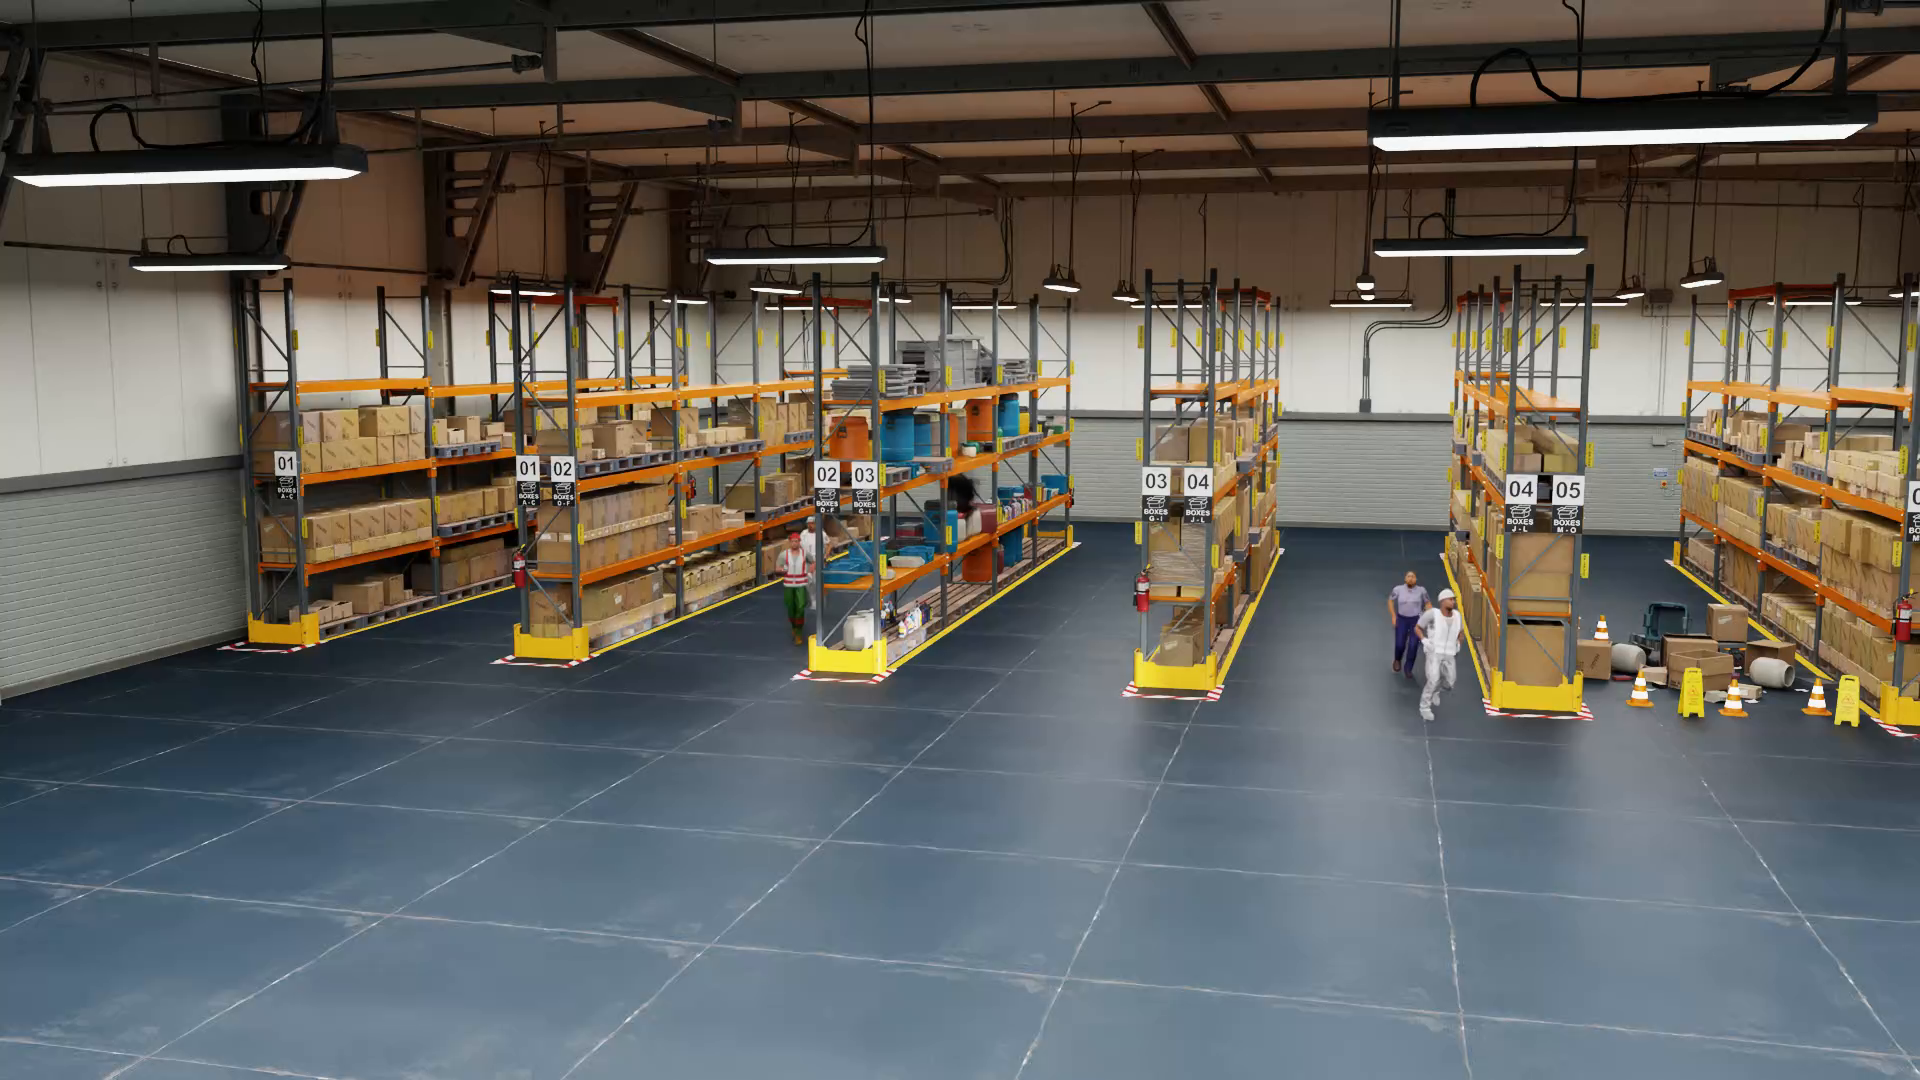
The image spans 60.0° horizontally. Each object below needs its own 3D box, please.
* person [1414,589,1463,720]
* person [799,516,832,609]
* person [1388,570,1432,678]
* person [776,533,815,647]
[{"bbox_3d":[6.432,1.504,22.285,0.700,1.705,0.633,-1,7,-9],"label":"person"},{"bbox_3d":[-2.603,0.431,29.138,0.582,1.692,0.573,1,7,12],"label":"person"},{"bbox_3d":[6.703,1.245,24.779,0.618,1.616,0.545,1,7,10],"label":"person"},{"bbox_3d":[-2.731,0.796,27.576,0.639,1.832,0.782,0,7,1],"label":"person"}]
